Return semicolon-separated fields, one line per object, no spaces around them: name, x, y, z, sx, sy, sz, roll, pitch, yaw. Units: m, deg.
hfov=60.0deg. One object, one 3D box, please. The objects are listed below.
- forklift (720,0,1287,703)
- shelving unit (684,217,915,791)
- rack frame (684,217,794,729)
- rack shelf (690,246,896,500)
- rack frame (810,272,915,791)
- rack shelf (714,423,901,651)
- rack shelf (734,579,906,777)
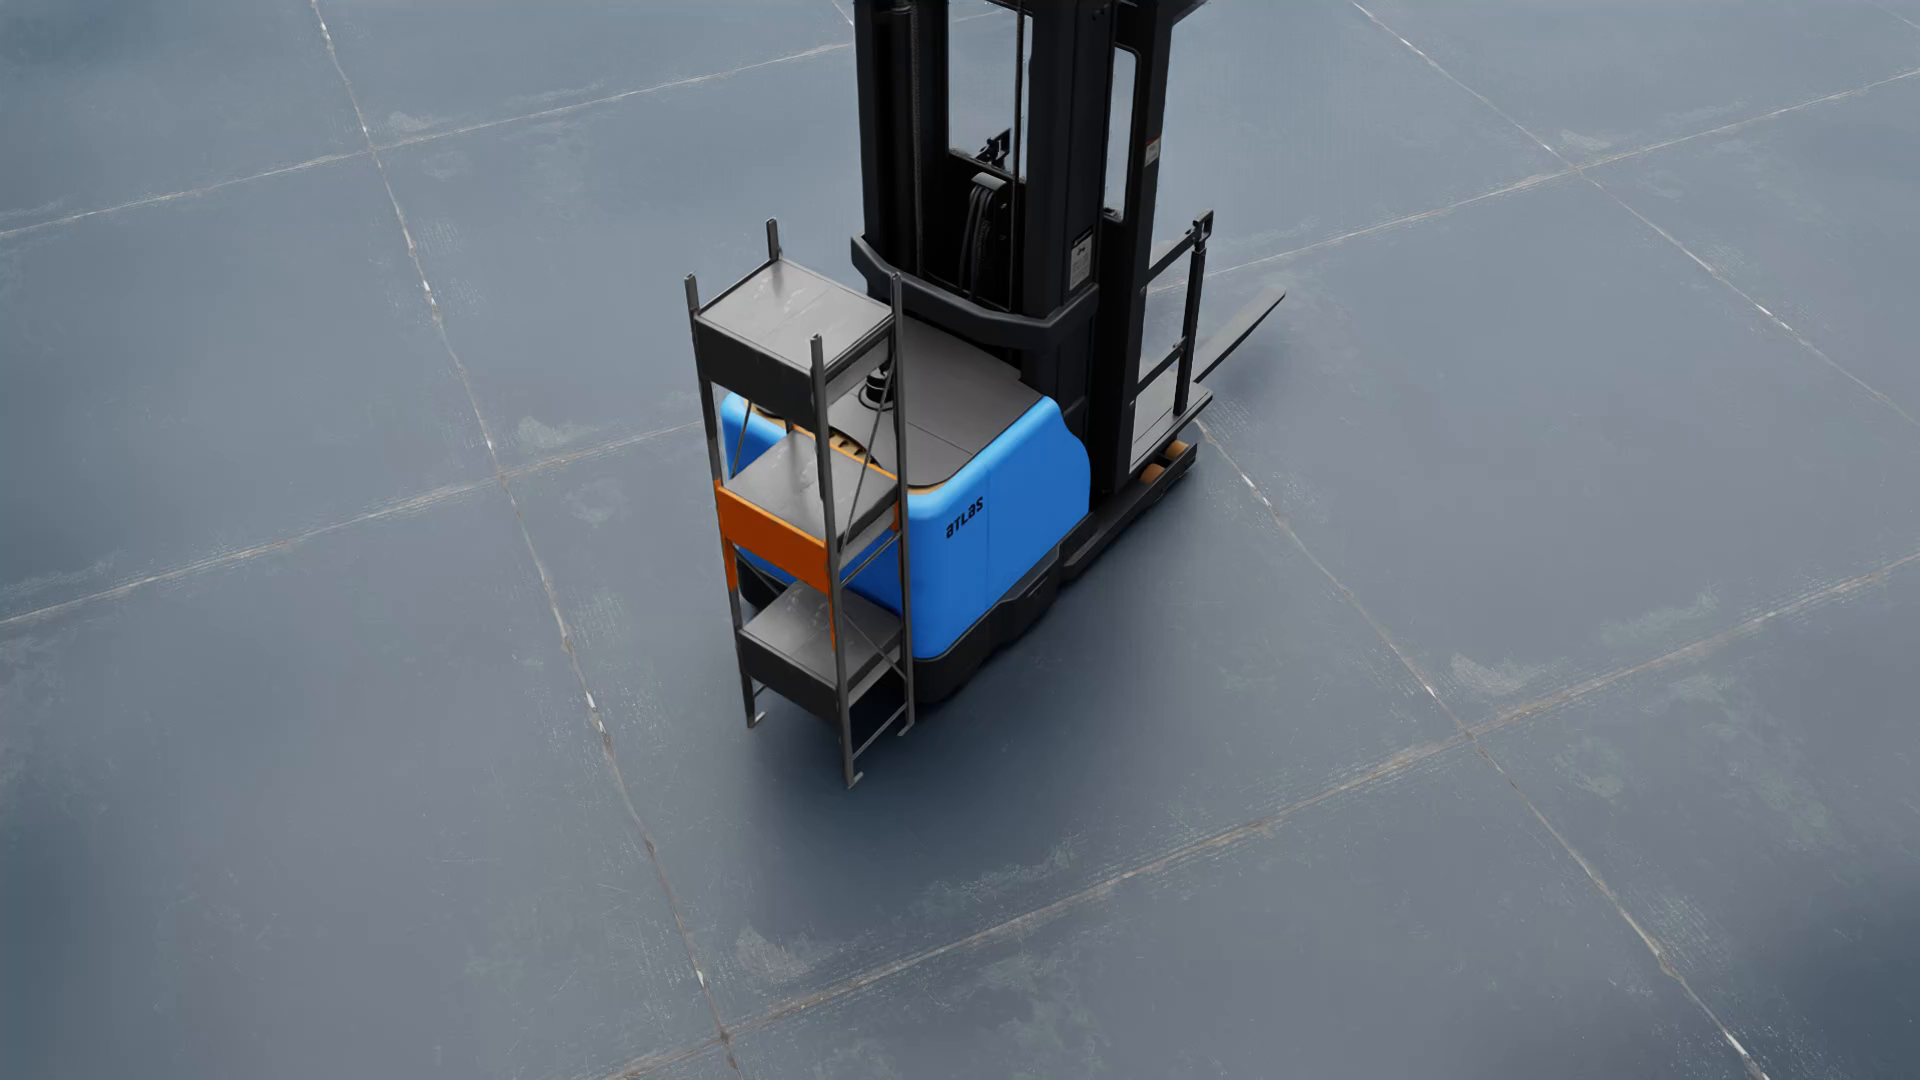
forklift;0.394;-1.404;6.455;1.130;2.935;3.031;28;51;26
shelving unit;-0.495;-0.034;5.659;0.503;2.100;0.431;28;51;25
rack frame;-0.691;-0.137;5.762;0.015;2.100;0.400;28;51;25
rack shelf;-0.495;-0.523;5.177;0.480;0.518;0.431;28;51;25
rack frame;-0.300;0.068;5.555;0.015;2.100;0.400;28;51;25
rack shelf;-0.495;-0.025;5.668;0.480;0.518;0.431;28;51;25
rack shelf;-0.495;0.474;6.160;0.480;0.518;0.431;28;51;25
